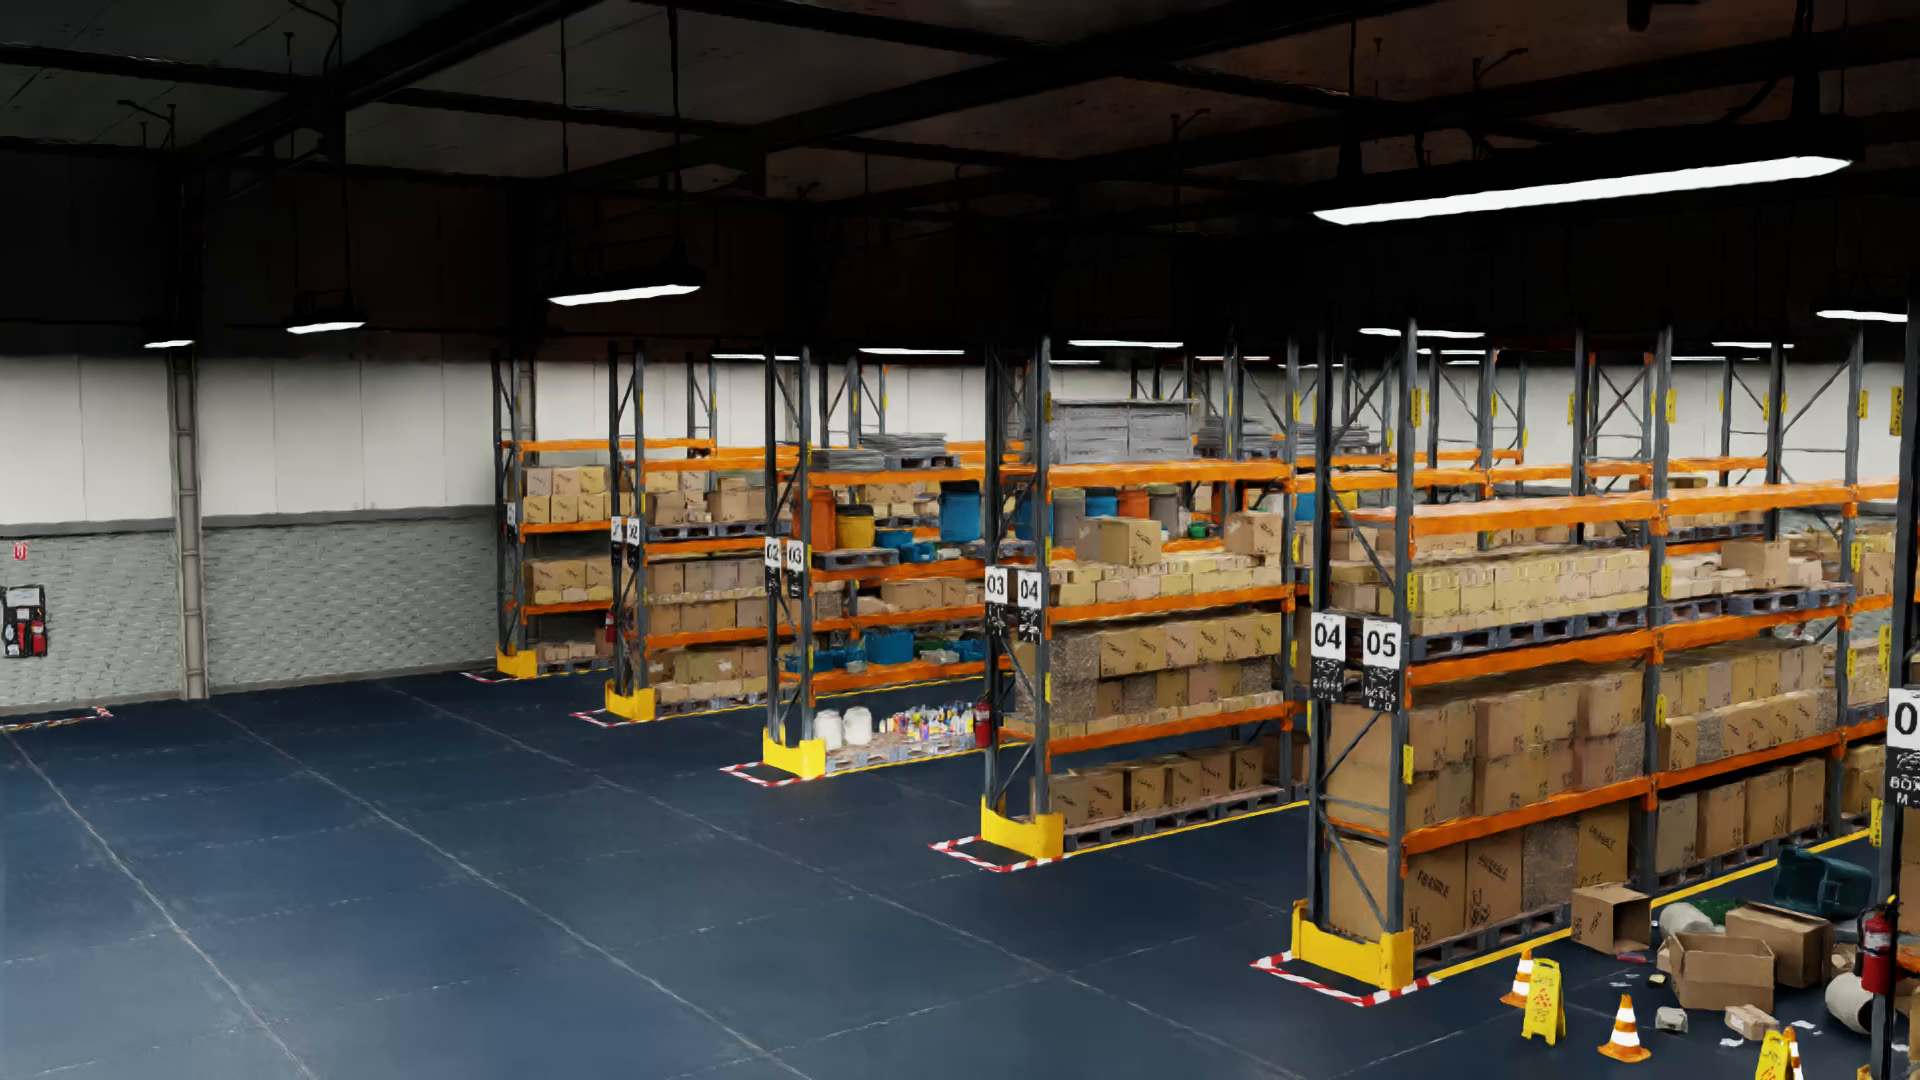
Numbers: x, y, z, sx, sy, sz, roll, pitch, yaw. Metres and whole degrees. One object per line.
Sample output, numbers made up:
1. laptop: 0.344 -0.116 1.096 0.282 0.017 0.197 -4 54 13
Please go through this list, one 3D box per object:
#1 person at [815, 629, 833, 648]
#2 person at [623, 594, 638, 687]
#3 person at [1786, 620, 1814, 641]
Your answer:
1. person: -2.574 1.625 31.636 0.519 1.541 0.566 -4 7 -40
2. person: -5.656 1.770 28.737 1.186 1.694 0.597 -4 6 -39
3. person: 13.436 2.013 26.650 1.086 1.589 0.495 -3 6 -35
